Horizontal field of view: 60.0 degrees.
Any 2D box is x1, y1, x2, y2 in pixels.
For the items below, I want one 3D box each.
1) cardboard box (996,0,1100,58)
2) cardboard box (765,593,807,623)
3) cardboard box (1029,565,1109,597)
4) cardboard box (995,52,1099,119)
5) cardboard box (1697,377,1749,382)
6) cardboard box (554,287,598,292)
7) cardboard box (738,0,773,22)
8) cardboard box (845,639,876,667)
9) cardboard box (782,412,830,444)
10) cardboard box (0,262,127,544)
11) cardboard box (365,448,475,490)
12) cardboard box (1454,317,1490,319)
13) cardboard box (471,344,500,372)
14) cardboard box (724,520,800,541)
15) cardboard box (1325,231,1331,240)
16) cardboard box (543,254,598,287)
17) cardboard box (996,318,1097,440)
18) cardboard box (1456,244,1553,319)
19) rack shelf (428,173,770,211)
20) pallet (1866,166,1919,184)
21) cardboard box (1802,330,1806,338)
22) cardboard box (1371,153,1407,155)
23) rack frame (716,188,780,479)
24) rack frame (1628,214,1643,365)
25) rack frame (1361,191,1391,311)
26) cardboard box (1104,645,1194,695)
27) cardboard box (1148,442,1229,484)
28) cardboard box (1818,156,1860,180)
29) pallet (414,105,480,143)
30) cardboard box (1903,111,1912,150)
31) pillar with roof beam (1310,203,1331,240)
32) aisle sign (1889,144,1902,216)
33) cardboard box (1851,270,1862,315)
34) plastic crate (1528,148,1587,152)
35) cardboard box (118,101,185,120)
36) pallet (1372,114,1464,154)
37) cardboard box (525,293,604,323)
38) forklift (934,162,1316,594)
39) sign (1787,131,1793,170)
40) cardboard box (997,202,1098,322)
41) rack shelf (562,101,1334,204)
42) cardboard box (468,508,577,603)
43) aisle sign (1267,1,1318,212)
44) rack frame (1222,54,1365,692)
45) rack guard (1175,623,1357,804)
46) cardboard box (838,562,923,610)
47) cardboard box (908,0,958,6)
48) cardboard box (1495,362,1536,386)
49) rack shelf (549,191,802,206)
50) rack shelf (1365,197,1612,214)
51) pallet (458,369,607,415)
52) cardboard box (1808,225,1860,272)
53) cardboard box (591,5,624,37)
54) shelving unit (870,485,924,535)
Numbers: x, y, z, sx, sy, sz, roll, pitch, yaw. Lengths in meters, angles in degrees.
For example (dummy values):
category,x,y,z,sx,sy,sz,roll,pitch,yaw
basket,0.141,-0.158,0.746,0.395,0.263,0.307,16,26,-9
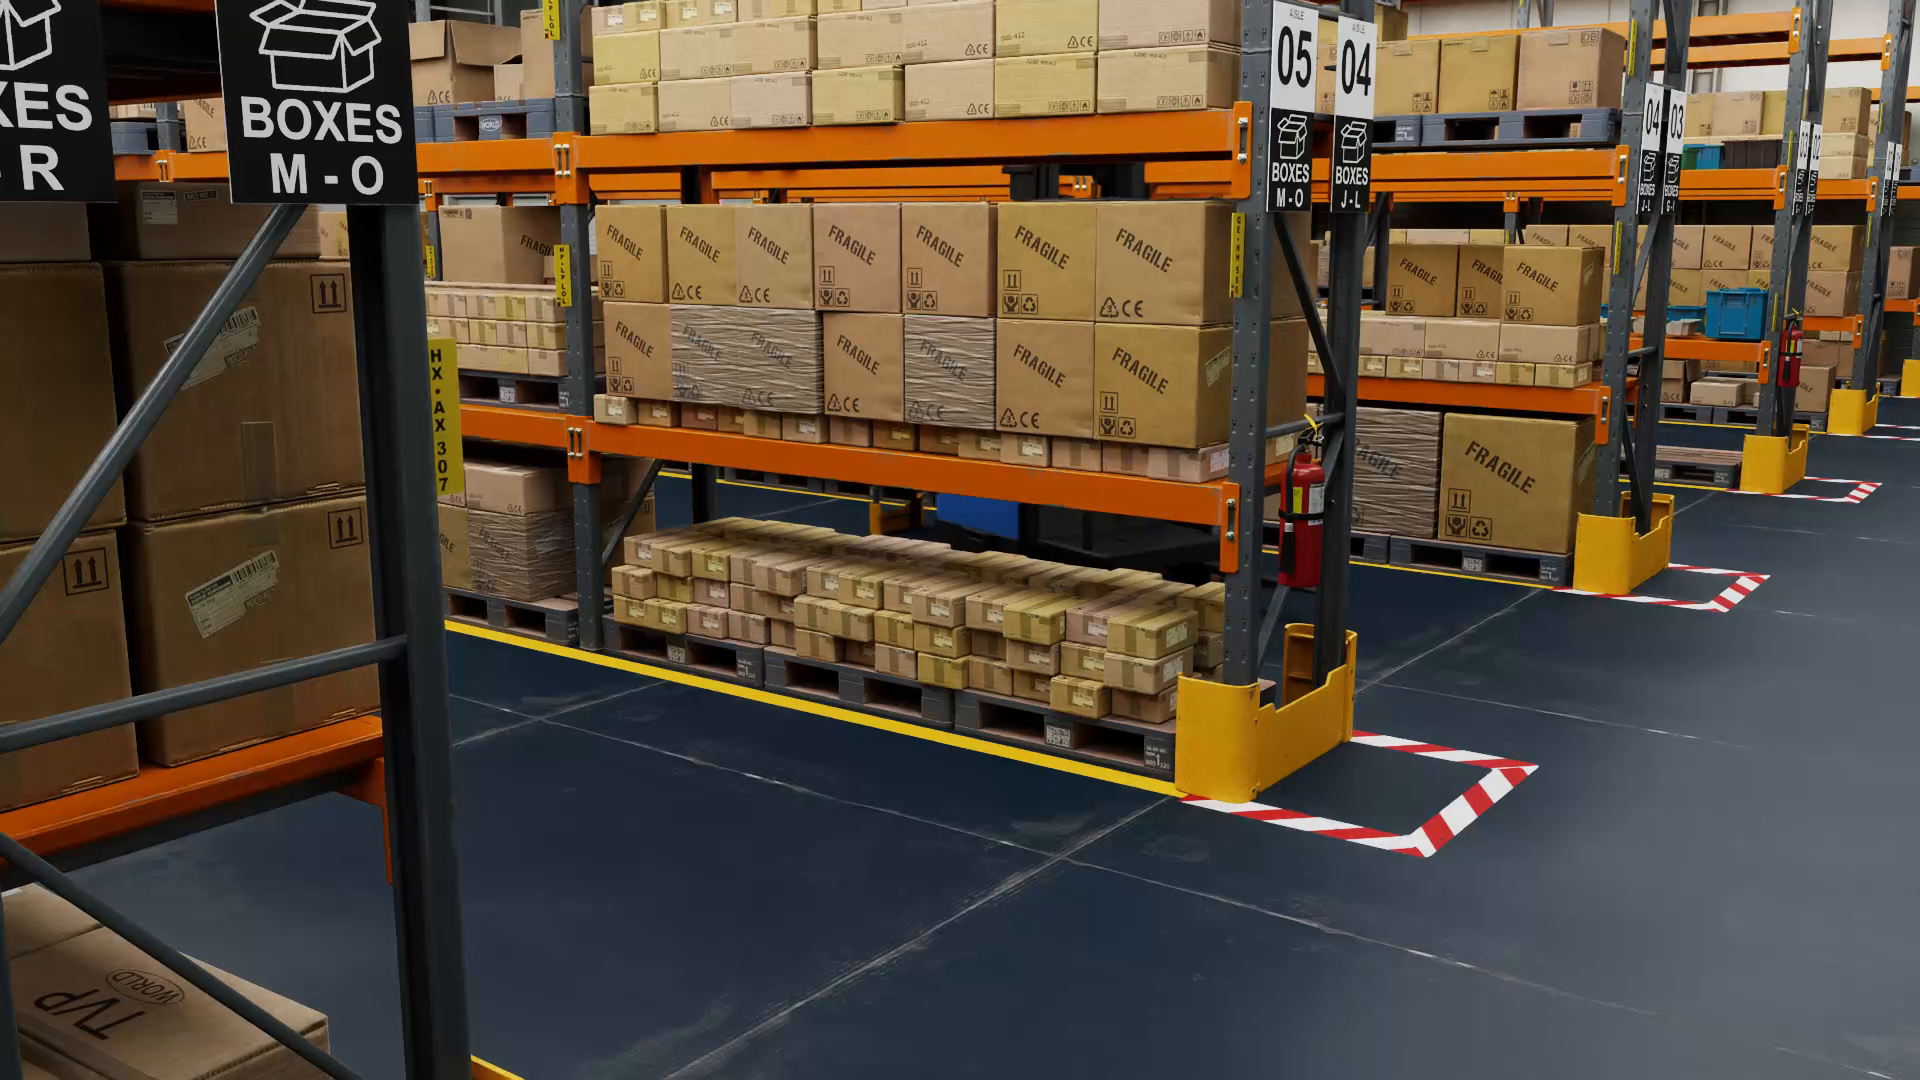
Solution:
category,x,y,z,sx,sy,sz,roll,pitch,yaw
cardboard box,0.498,-2.190,7.135,0.500,0.250,0.500,8,13,34
cardboard box,-0.790,0.314,8.627,0.250,0.149,0.380,9,14,38
cardboard box,0.542,0.239,8.230,0.250,0.149,0.380,7,13,33
cardboard box,0.494,-1.942,7.166,0.500,0.250,0.500,8,14,36
cardboard box,9.240,-1.823,20.135,0.500,0.250,0.500,8,13,36
cardboard box,-2.270,-1.475,10.244,0.250,0.149,0.380,8,14,36
cardboard box,-0.862,-2.578,8.092,0.250,0.149,0.380,7,13,34
cardboard box,-0.361,0.516,8.366,0.250,0.149,0.380,8,14,37
cardboard box,-0.667,-0.579,8.289,0.250,0.149,0.380,9,14,38
cardboard box,-1.946,-0.264,3.102,0.500,0.500,0.500,9,14,37
cardboard box,-3.382,-0.435,10.380,0.500,0.250,0.500,7,13,33
cardboard box,3.800,-1.449,11.733,0.500,0.250,0.500,8,13,35
cardboard box,-2.638,-1.080,9.770,0.250,0.149,0.380,8,13,35
cardboard box,-1.121,-0.001,9.472,0.250,0.149,0.380,8,14,36
cardboard box,6.234,-5.050,27.605,0.250,0.149,0.380,5,12,26
cardboard box,-3.770,-2.649,16.947,0.637,0.503,0.797,10,15,41
cardboard box,0.506,-0.741,7.414,0.500,0.500,0.500,8,13,35
cardboard box,3.820,-1.816,11.655,0.500,0.500,0.500,8,13,34
rack shelf,-3.610,-3.467,16.552,4.000,0.370,1.077,8,13,36
pallet,12.641,-5.010,22.863,1.213,0.211,1.003,8,13,36
cardboard box,12.026,-2.989,23.852,0.250,0.149,0.380,8,14,36
cardboard box,5.653,-5.184,21.899,0.600,0.600,0.600,7,13,33
rack frame,-1.998,-2.123,15.606,0.127,3.000,1.000,8,13,36
rack frame,10.022,-3.948,25.041,0.127,3.000,1.000,8,13,36
rack frame,4.158,-2.432,17.201,0.127,3.000,1.000,8,13,36
cardboard box,0.838,0.556,7.374,0.250,0.149,0.380,8,13,34
cardboard box,1.002,-0.346,7.081,0.250,0.149,0.380,8,14,36
cardboard box,9.746,-4.156,18.613,0.500,0.250,0.500,8,13,36
pallet,-3.064,-2.508,10.192,1.003,0.211,1.213,8,13,36
cardboard box,12.800,-5.640,22.940,0.500,0.500,0.500,7,13,33
pillar with roof beam,3.714,-6.963,24.829,0.400,9.000,9.100,8,13,36
aisle sign,10.545,-4.053,18.740,0.004,0.787,0.394,8,13,36
cardboard box,10.115,-2.879,19.251,0.500,0.500,0.500,8,14,37
plastic crate,5.778,-3.693,16.135,0.530,0.282,0.437,8,13,36
cardboard box,-5.628,-3.022,11.602,0.250,0.166,0.380,8,13,36
pallet,2.858,-2.872,11.812,1.213,0.211,1.003,8,13,36
cardboard box,-2.231,-1.315,9.422,0.250,0.149,0.380,9,14,38
forklift,1.055,-1.117,10.587,1.130,2.935,3.031,-7,13,-33
sign,7.069,-3.317,14.157,0.005,0.325,0.100,8,13,36
cardboard box,0.508,-1.232,7.322,0.500,0.500,0.500,7,13,34
rack shelf,-0.179,-1.820,8.037,4.000,0.370,1.077,8,13,36
cardboard box,-2.537,0.051,9.844,0.500,0.500,0.500,8,13,34
aisle sign,1.314,-1.698,6.564,0.004,0.787,0.394,8,13,36
rack frame,1.433,-0.476,7.091,0.127,3.000,1.000,8,13,36
rack guard,1.371,0.743,7.372,0.348,0.500,1.175,8,13,36
cardboard box,-0.392,0.226,8.297,0.250,0.149,0.380,8,14,36
cardboard box,-0.023,-2.457,7.465,0.250,0.149,0.380,8,14,37
cardboard box,3.757,-1.119,11.077,0.250,0.149,0.380,8,14,36
rack shelf,-3.903,-4.675,22.796,4.000,0.370,1.077,8,13,36
rack shelf,8.410,-5.293,25.987,4.000,0.370,1.077,8,13,36
pallet,-2.321,-0.939,9.993,1.213,0.211,1.003,8,13,36
cardboard box,9.795,-3.288,18.731,0.500,0.500,0.500,8,13,35
cardboard box,-1.700,-2.696,8.699,0.250,0.149,0.380,8,13,34
shelving unit,-0.088,-0.754,12.477,1.083,1.500,0.587,8,14,36
